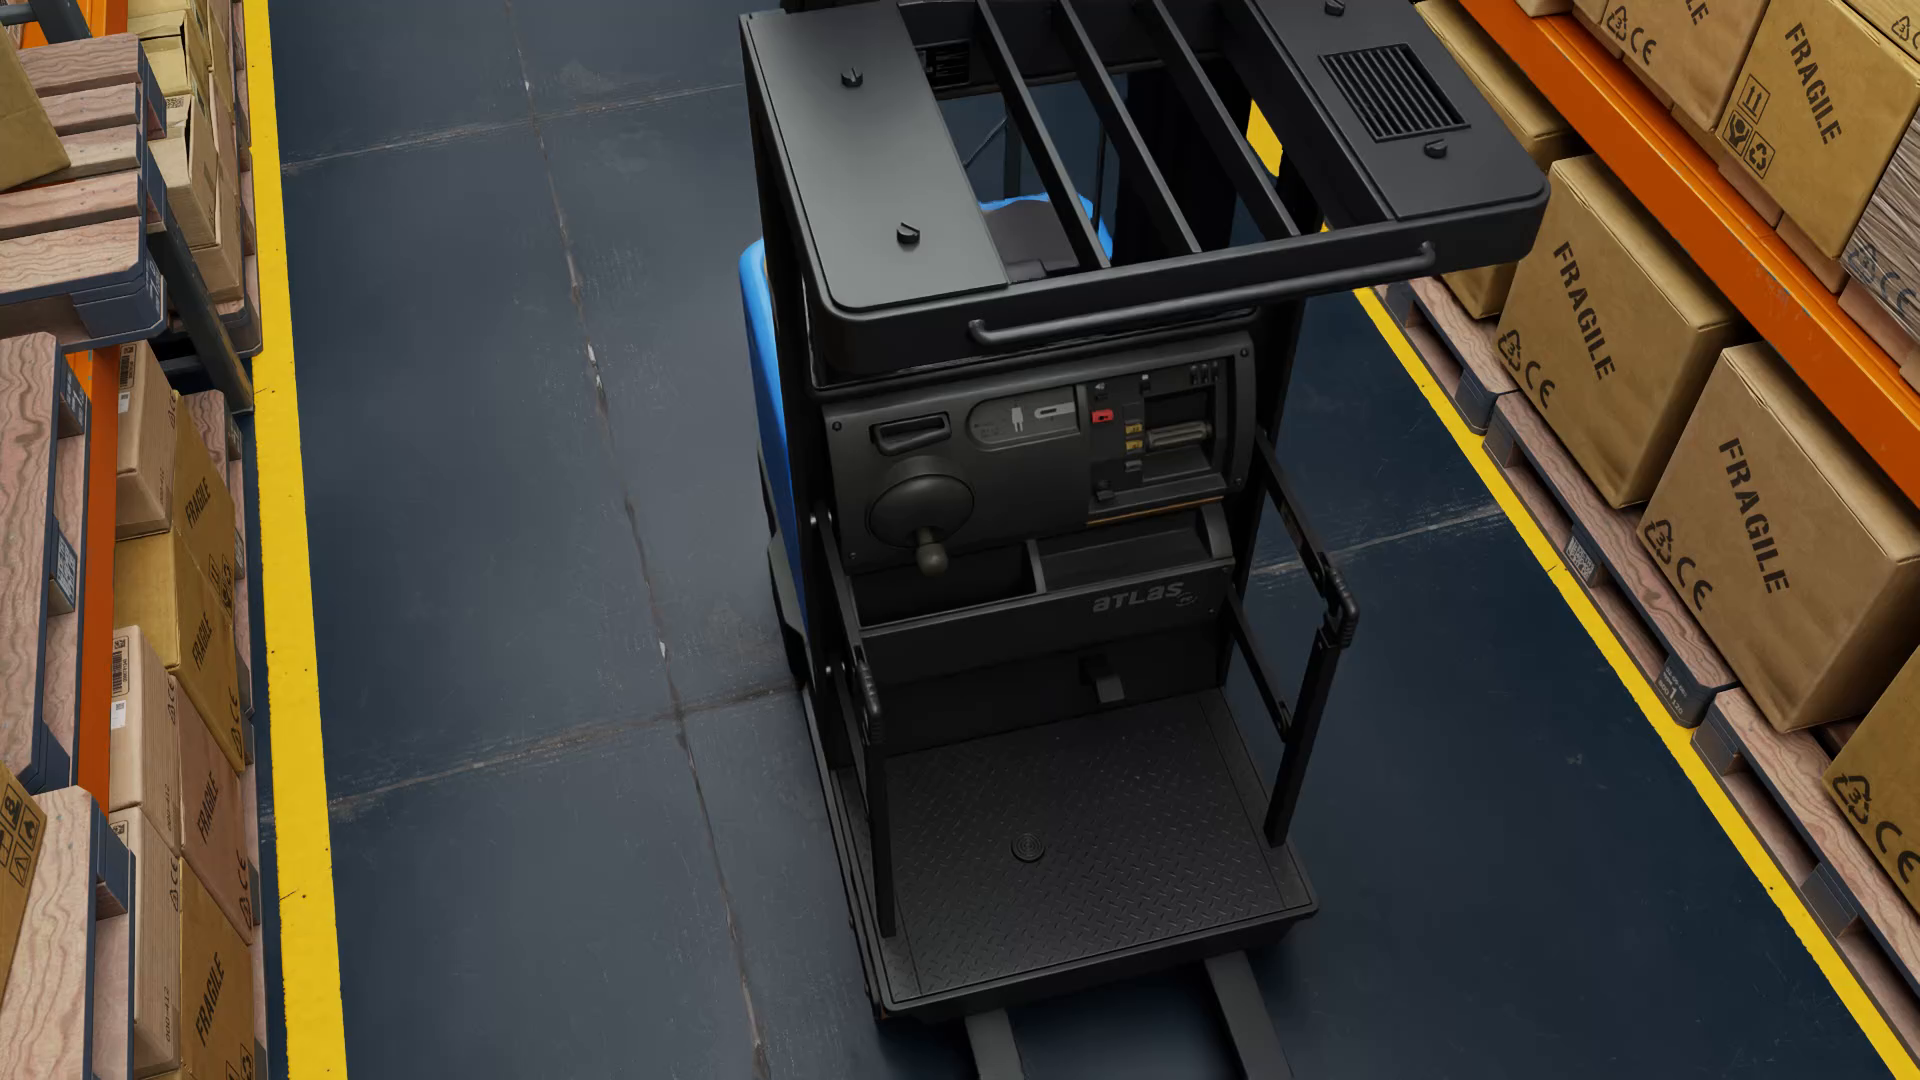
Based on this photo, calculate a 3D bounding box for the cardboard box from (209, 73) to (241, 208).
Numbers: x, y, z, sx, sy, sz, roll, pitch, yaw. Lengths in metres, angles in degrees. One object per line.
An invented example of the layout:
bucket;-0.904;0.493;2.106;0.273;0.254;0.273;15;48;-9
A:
cardboard box;-2.900;-1.393;5.986;0.500;0.250;0.500;-15;51;-12

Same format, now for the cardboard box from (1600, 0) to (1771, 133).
cardboard box;2.045;-1.425;4.216;0.500;0.500;0.500;-14;51;-11

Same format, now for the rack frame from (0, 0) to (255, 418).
rack frame;-2.877;-1.328;4.407;1.000;3.000;0.127;-13;51;-11

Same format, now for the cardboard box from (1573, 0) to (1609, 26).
cardboard box;1.900;-1.788;4.522;0.500;0.500;0.500;-12;51;-10

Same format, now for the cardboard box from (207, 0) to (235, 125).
cardboard box;-3.060;-1.771;6.305;0.500;0.250;0.500;-15;51;-12

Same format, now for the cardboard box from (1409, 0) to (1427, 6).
cardboard box;1.592;-2.301;6.575;0.700;0.500;0.500;-13;51;-10

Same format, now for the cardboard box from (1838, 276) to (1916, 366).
cardboard box;2.333;-0.575;3.924;0.380;0.149;0.250;-15;51;-12

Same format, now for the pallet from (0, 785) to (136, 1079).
pallet;-1.826;1.047;2.531;1.003;0.211;1.213;-13;51;-11

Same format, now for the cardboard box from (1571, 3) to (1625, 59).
cardboard box;1.987;-1.528;4.728;0.380;0.149;0.250;-14;51;-11

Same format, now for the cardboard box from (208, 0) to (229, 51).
cardboard box;-3.211;-2.145;6.621;0.500;0.250;0.500;-12;51;-10

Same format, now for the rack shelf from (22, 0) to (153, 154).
rack shelf;-3.468;-2.556;5.914;1.077;0.370;4.000;-13;51;-11

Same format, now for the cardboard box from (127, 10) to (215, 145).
cardboard box;-2.914;-1.588;5.784;0.500;0.311;0.500;-14;51;-12

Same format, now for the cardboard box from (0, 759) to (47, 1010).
cardboard box;-1.884;0.542;2.491;0.700;0.500;0.500;-6;50;-5

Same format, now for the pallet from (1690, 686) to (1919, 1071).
pallet;2.737;0.823;4.418;1.003;0.211;1.213;-13;51;-11

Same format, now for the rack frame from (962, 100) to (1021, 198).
rack frame;-0.077;-0.758;4.908;0.500;1.500;0.032;-11;51;-9

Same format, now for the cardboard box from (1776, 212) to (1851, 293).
cardboard box;2.265;-0.772;4.090;0.380;0.149;0.250;-12;51;-10

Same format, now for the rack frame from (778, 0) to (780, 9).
rack frame;-0.327;-1.512;5.543;0.500;1.500;0.032;-11;51;-9

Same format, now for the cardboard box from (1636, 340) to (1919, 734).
cardboard box;2.455;-0.065;4.474;0.750;0.750;0.750;-12;51;-10

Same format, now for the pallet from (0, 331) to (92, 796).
pallet;-2.297;0.154;3.284;1.003;0.211;1.213;-13;51;-11

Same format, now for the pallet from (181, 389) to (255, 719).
pallet;-2.692;0.125;5.007;1.003;0.211;1.213;-13;51;-11

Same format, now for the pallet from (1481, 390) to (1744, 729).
pallet;2.373;-0.069;5.170;1.003;0.211;1.213;-13;51;-11

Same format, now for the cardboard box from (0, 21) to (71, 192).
cardboard box;-2.583;-1.061;3.842;0.700;0.500;0.500;-30;56;-23

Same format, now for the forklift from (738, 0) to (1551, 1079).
forklift;0.237;-0.072;3.394;1.130;2.935;3.031;-11;51;-9

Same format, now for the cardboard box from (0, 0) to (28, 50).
cardboard box;-2.942;-1.574;4.674;0.500;0.311;0.500;-10;51;-9

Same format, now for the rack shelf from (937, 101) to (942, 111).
rack shelf;-0.202;-1.019;5.363;0.538;0.185;1.000;-11;51;-9

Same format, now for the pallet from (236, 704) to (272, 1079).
pallet;-2.335;1.015;4.257;1.003;0.211;1.213;-13;51;-11

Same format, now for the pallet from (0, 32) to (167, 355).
pallet;-2.609;-0.787;4.077;1.213;0.211;1.003;-13;51;-11

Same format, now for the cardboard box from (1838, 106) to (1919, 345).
cardboard box;2.359;-0.683;3.591;0.500;0.500;0.500;-13;51;-11

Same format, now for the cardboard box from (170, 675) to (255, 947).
cardboard box;-2.062;0.726;4.023;0.500;0.500;0.500;-15;52;-12

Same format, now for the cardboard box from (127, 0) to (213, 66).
cardboard box;-3.063;-1.961;6.098;0.500;0.311;0.500;-15;51;-12

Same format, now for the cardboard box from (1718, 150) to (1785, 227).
cardboard box;2.194;-0.965;4.253;0.380;0.149;0.250;-13;51;-11

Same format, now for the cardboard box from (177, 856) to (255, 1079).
cardboard box;-1.913;1.096;3.712;0.500;0.500;0.500;-13;51;-11

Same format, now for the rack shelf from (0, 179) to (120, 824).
rack shelf;-2.285;0.365;3.451;1.077;0.370;4.000;-13;51;-11

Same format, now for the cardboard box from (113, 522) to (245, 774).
cardboard box;-2.223;0.344;4.345;0.500;0.500;0.500;-15;51;-12

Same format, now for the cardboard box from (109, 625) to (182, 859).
cardboard box;-2.049;0.511;3.714;0.500;0.250;0.500;-14;51;-12

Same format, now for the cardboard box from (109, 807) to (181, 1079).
cardboard box;-1.900;0.877;3.405;0.500;0.250;0.500;-13;51;-11

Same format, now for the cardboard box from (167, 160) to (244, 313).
cardboard box;-2.751;-1.026;5.676;0.500;0.250;0.500;-13;51;-11

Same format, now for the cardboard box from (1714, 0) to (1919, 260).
cardboard box;2.207;-1.046;3.897;0.500;0.500;0.500;-12;51;-10

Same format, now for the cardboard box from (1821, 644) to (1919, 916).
cardboard box;2.721;0.583;3.928;0.750;0.750;0.750;-13;51;-11

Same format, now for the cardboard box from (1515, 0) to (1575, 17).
cardboard box;1.794;-1.684;4.859;0.380;0.149;0.250;-12;51;-10

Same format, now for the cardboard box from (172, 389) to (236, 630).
cardboard box;-2.376;-0.034;4.664;0.500;0.500;0.500;-12;51;-10

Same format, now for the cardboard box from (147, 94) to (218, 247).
cardboard box;-2.751;-1.206;5.462;0.500;0.311;0.500;-12;51;-10

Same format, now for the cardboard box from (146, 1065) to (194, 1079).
cardboard box;-1.772;1.462;3.403;0.500;0.500;0.500;-13;51;-10

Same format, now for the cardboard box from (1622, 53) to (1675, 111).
cardboard box;2.072;-1.340;4.569;0.380;0.149;0.250;-12;51;-10

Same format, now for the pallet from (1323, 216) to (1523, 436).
pallet;2.016;-0.959;5.920;1.003;0.211;1.213;-13;51;-11

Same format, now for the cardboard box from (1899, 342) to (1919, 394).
cardboard box;2.393;-0.389;3.767;0.380;0.149;0.250;-13;51;-11

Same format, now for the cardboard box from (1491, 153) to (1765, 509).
cardboard box;2.199;-0.685;4.997;0.750;0.750;0.750;-14;51;-11

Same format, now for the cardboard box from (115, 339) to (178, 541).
cardboard box;-2.355;-0.235;4.343;0.500;0.250;0.500;-12;51;-10

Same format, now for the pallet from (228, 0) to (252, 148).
pallet;-3.440;-1.928;6.738;1.003;0.211;1.213;-13;51;-11

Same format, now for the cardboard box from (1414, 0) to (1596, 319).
cardboard box;1.947;-1.326;5.537;0.750;0.750;0.750;-14;51;-11

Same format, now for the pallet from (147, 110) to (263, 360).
pallet;-3.083;-1.039;5.988;1.003;0.211;1.213;-13;51;-11

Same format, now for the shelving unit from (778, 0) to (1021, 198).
shelving unit;-0.202;-1.135;5.226;0.538;1.500;1.048;-11;51;-9

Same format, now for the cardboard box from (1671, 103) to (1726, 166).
cardboard box;2.138;-1.150;4.408;0.380;0.149;0.250;-13;51;-10
